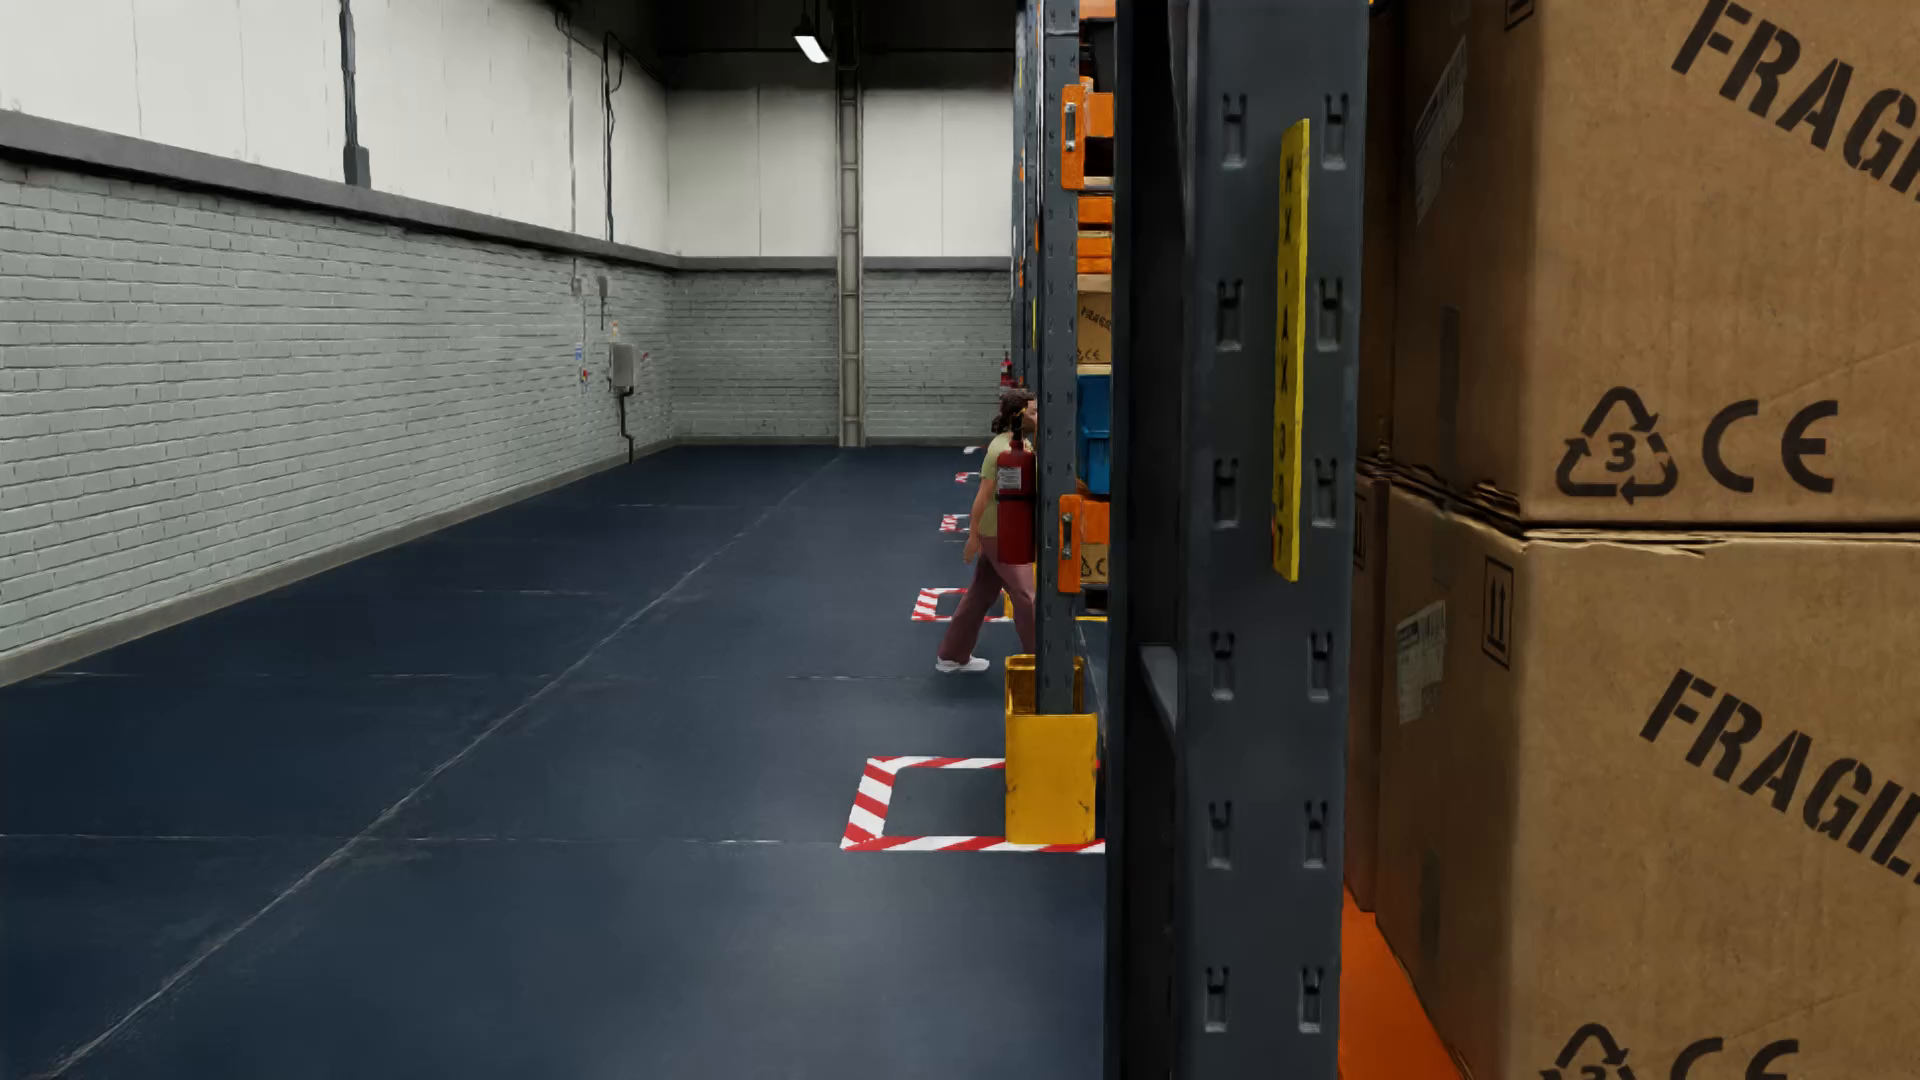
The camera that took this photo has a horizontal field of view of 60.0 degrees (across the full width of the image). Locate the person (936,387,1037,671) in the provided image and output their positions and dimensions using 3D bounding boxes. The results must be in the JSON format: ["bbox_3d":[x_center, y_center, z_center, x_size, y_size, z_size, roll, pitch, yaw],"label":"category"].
[{"bbox_3d":[0.285,-0.018,9.058,0.947,1.623,0.487,3,8,22],"label":"person"}]
